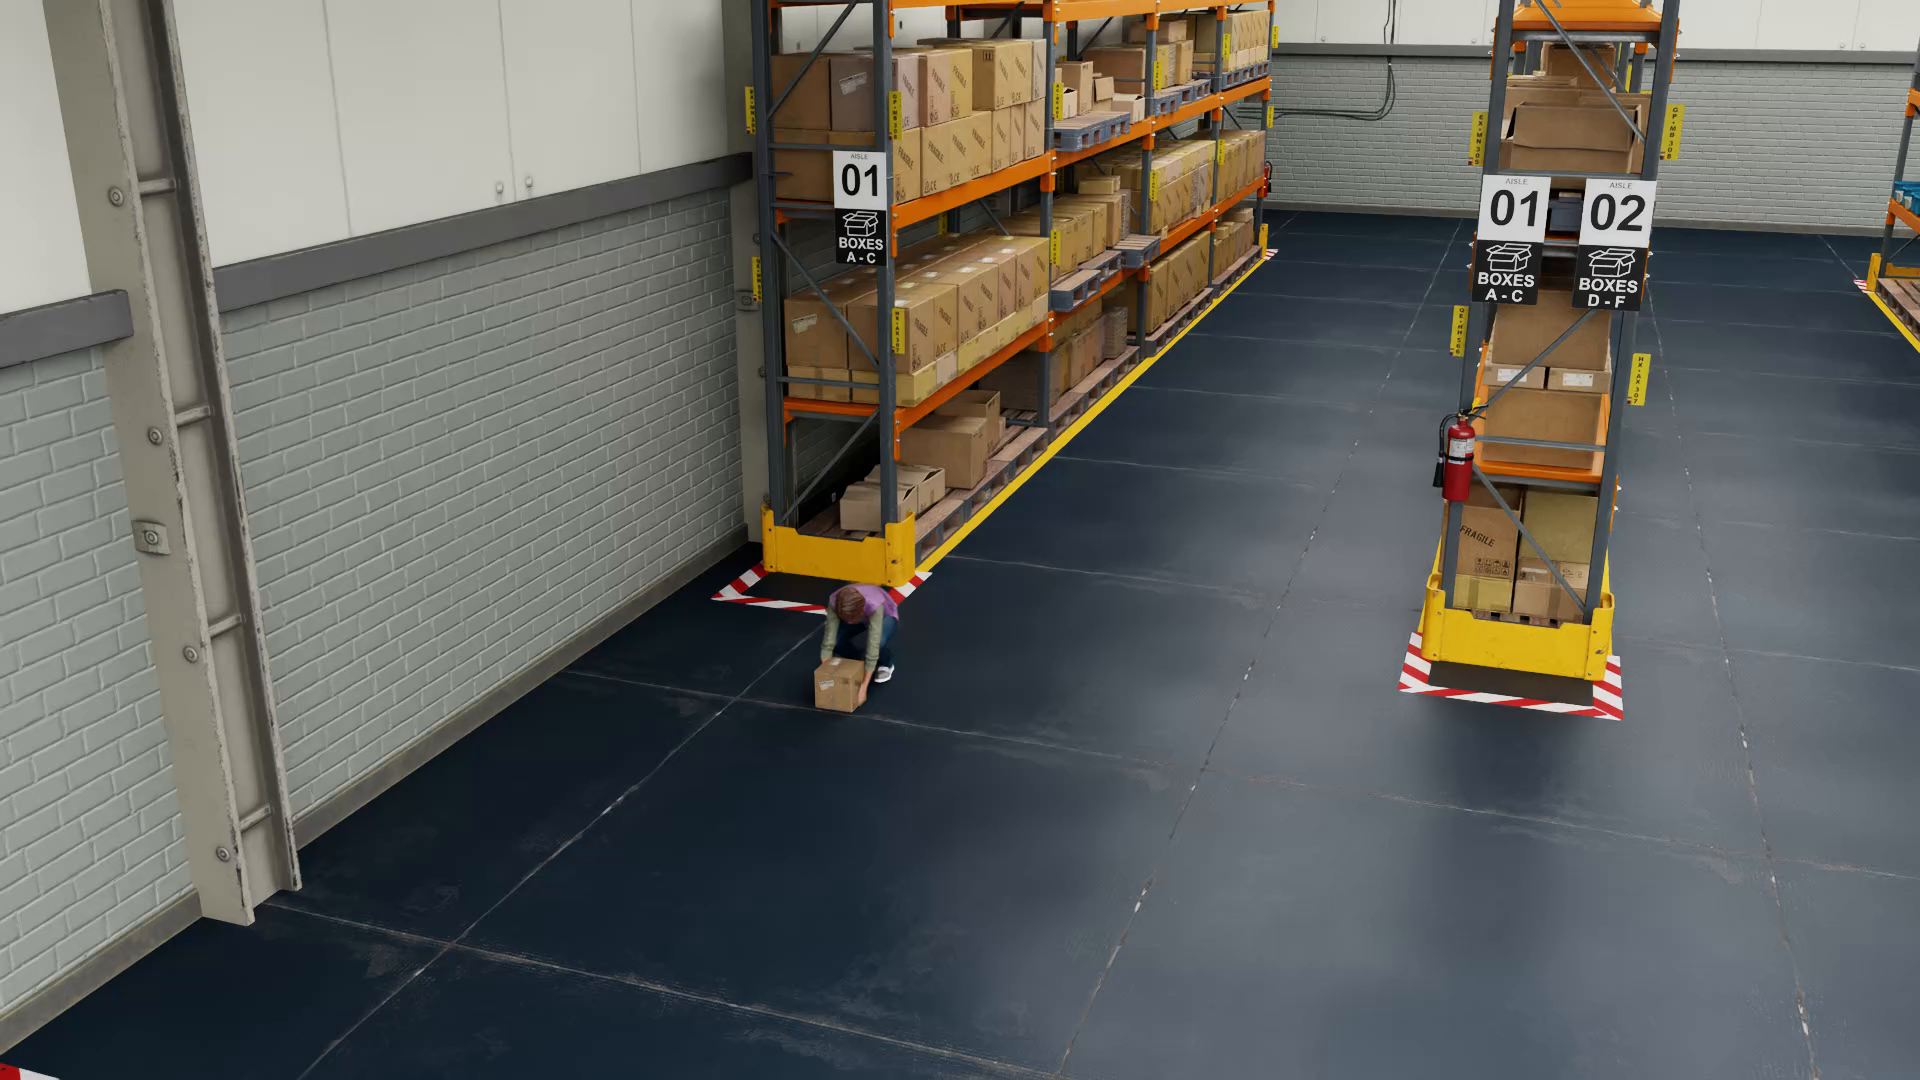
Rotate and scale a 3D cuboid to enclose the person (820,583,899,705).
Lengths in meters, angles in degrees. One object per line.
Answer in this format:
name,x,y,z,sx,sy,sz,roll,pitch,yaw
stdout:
person,-0.641,0.569,10.714,0.436,0.768,0.805,7,20,18
